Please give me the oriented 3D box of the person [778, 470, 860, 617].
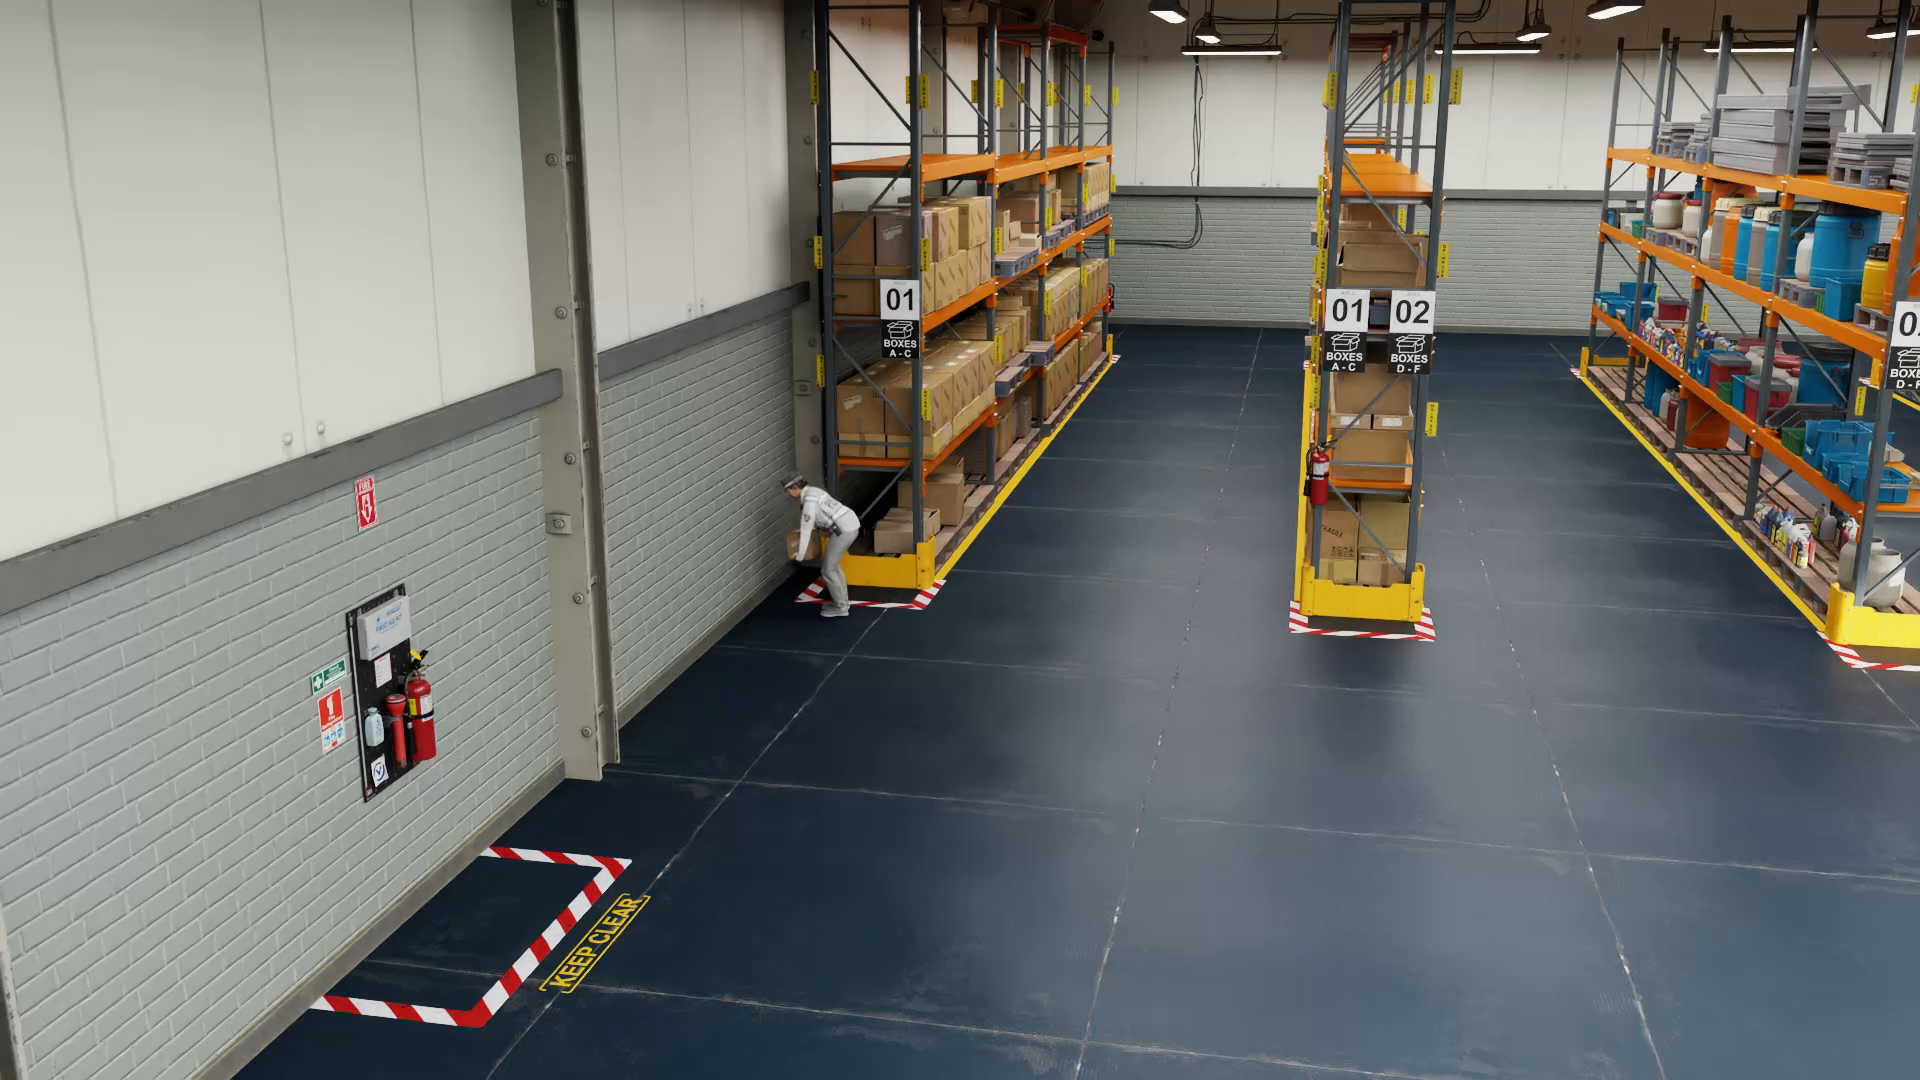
[{"bbox_3d":[-1.383,0.027,16.374,0.795,1.434,0.410,3,15,10],"label":"person"}]
